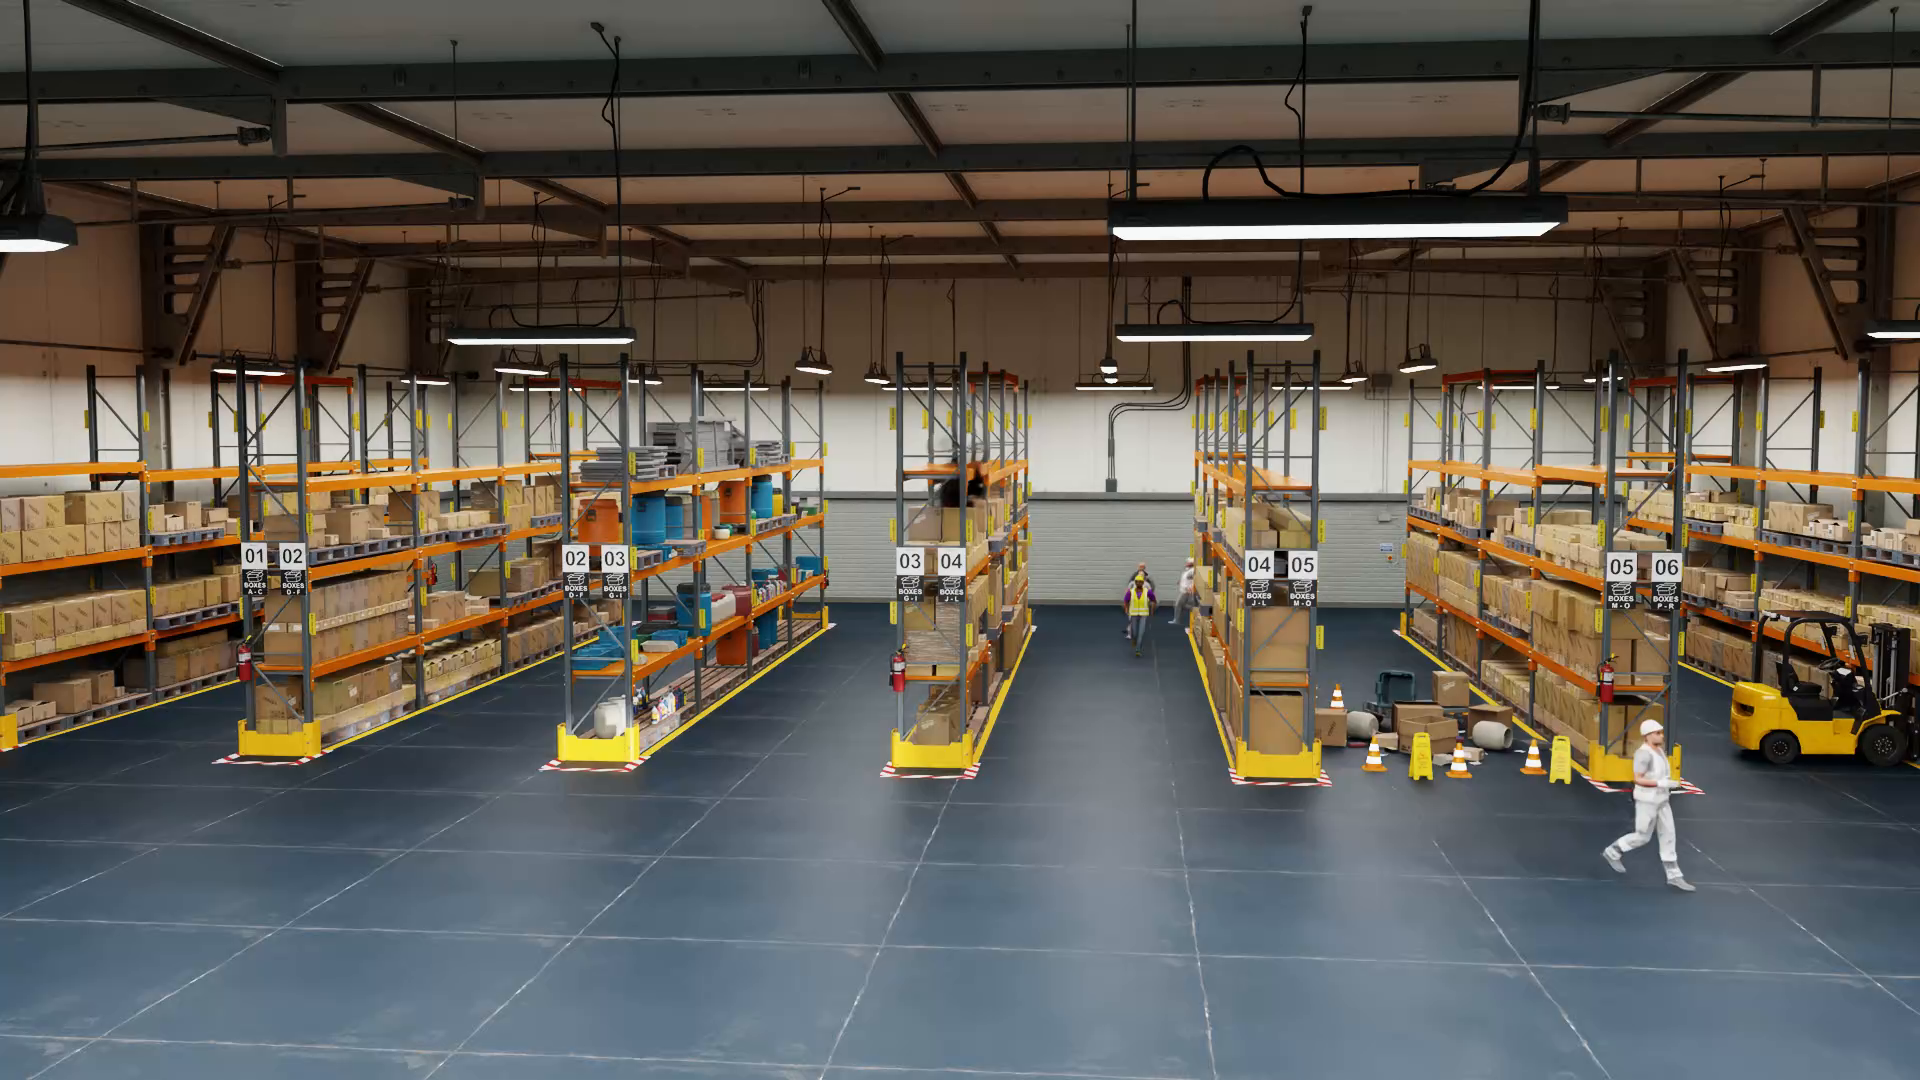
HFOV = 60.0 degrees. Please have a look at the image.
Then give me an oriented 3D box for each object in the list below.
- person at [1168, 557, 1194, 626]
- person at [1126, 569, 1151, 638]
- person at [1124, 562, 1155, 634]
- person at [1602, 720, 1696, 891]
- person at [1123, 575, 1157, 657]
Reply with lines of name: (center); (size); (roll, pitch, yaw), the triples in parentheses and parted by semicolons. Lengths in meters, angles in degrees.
person: (5.515, 1.254, 40.647); (0.820, 1.723, 0.718); (0, 4, 0)
person: (4.122, 1.475, 38.409); (0.608, 1.589, 0.488); (1, 4, 10)
person: (4.260, 1.368, 39.413); (0.720, 1.689, 0.749); (3, 5, 35)
person: (7.421, 2.817, 17.872); (0.656, 1.786, 0.987); (-4, 5, -42)
person: (3.846, 1.627, 35.574); (0.711, 1.737, 0.811); (1, 4, 8)
